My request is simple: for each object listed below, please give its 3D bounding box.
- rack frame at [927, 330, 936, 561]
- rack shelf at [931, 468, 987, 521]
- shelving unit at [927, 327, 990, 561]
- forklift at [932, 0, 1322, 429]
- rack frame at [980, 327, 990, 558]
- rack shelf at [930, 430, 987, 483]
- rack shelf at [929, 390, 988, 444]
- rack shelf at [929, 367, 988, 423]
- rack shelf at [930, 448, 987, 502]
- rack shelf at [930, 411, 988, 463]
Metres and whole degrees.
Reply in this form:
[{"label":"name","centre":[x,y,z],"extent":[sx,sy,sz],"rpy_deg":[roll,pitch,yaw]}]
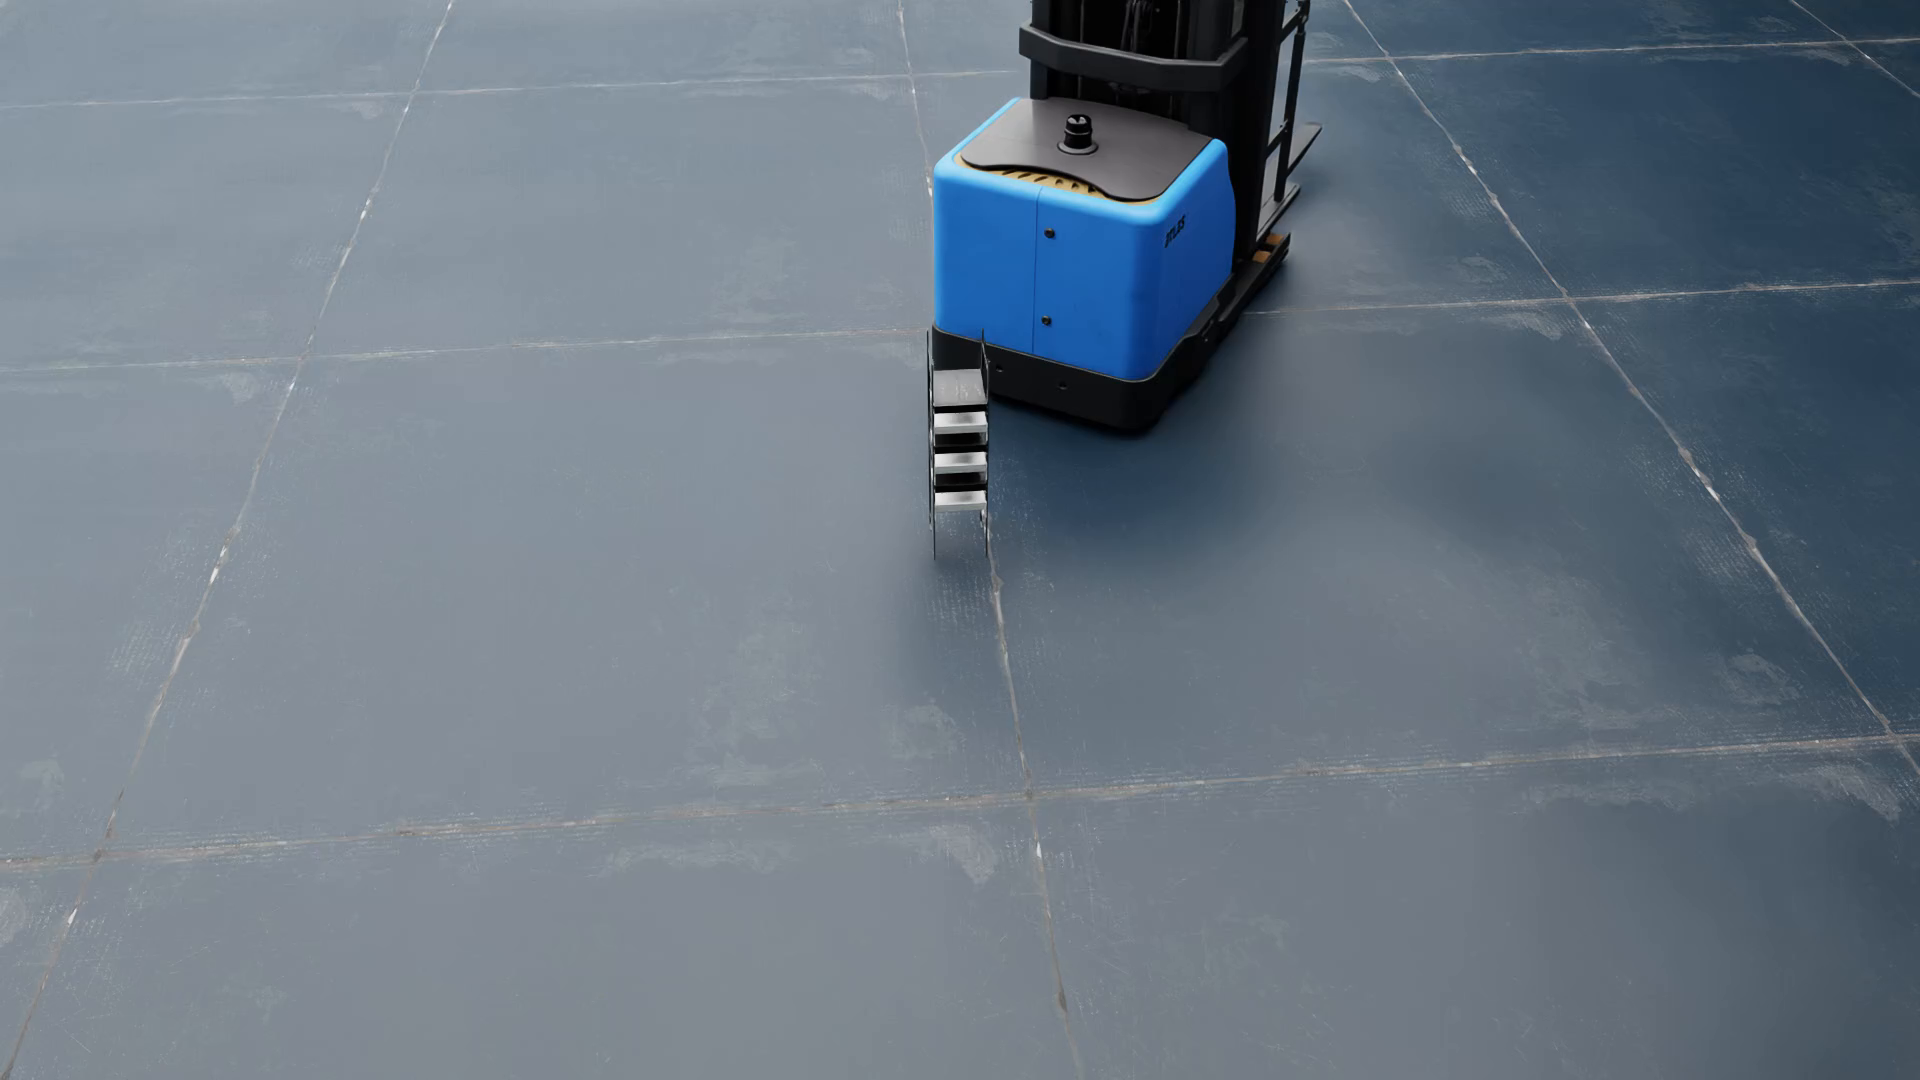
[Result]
[{"label":"rack frame","centre":[-0.109,-0.347,6.308],"extent":[0.006,0.900,0.240],"rpy_deg":[-3,38,-4]},{"label":"rack shelf","centre":[-0.008,-0.185,6.447],"extent":[0.200,0.077,0.258],"rpy_deg":[-3,38,-4]},{"label":"shelving unit","centre":[-0.008,-0.353,6.315],"extent":[0.210,0.900,0.258],"rpy_deg":[-3,38,-4]},{"label":"forklift","centre":[0.996,-2.524,7.428],"extent":[1.130,2.935,3.031],"rpy_deg":[18,42,21]},{"label":"rack frame","centre":[0.093,-0.358,6.322],"extent":[0.006,0.900,0.240],"rpy_deg":[-3,38,-4]},{"label":"rack shelf","centre":[-0.008,-0.327,6.336],"extent":[0.200,0.077,0.258],"rpy_deg":[-3,38,-4]},{"label":"rack shelf","centre":[-0.008,-0.468,6.224],"extent":[0.200,0.077,0.258],"rpy_deg":[-3,38,-4]},{"label":"rack shelf","centre":[-0.008,-0.539,6.169],"extent":[0.200,0.077,0.258],"rpy_deg":[-3,38,-4]},{"label":"rack shelf","centre":[-0.008,-0.256,6.392],"extent":[0.200,0.077,0.258],"rpy_deg":[-3,38,-4]},{"label":"rack shelf","centre":[-0.008,-0.397,6.280],"extent":[0.200,0.077,0.258],"rpy_deg":[-3,38,-4]}]
